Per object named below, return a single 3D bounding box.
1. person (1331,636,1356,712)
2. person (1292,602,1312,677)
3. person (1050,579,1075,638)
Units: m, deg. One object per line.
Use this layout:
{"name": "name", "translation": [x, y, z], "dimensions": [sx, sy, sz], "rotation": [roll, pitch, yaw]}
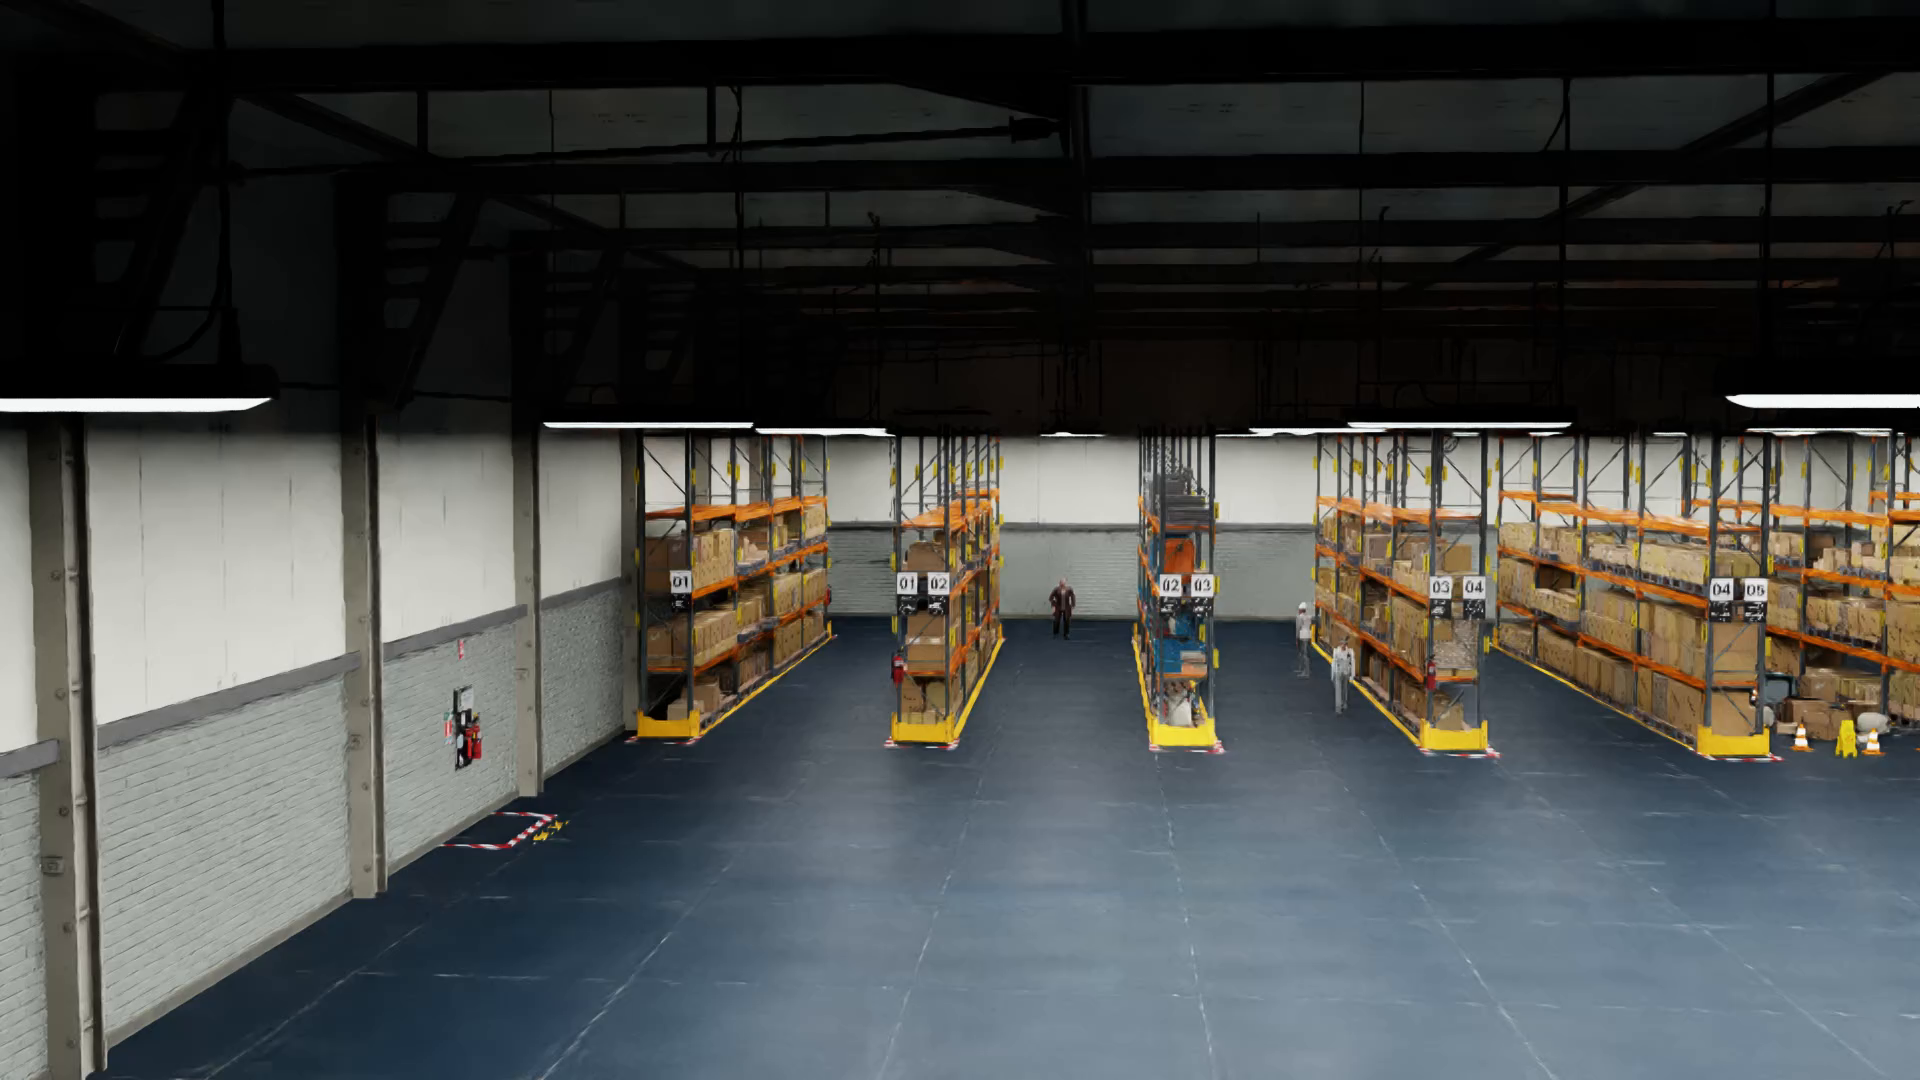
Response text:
{"name": "person", "translation": [8.041, 2.782, 34.832], "dimensions": [0.493, 1.586, 1.077], "rotation": [0, 4, 7]}
{"name": "person", "translation": [8.250, 2.381, 40.117], "dimensions": [0.576, 1.768, 0.626], "rotation": [3, 4, 37]}
{"name": "person", "translation": [2.941, 1.958, 47.749], "dimensions": [0.729, 1.733, 0.544], "rotation": [0, 3, 3]}
